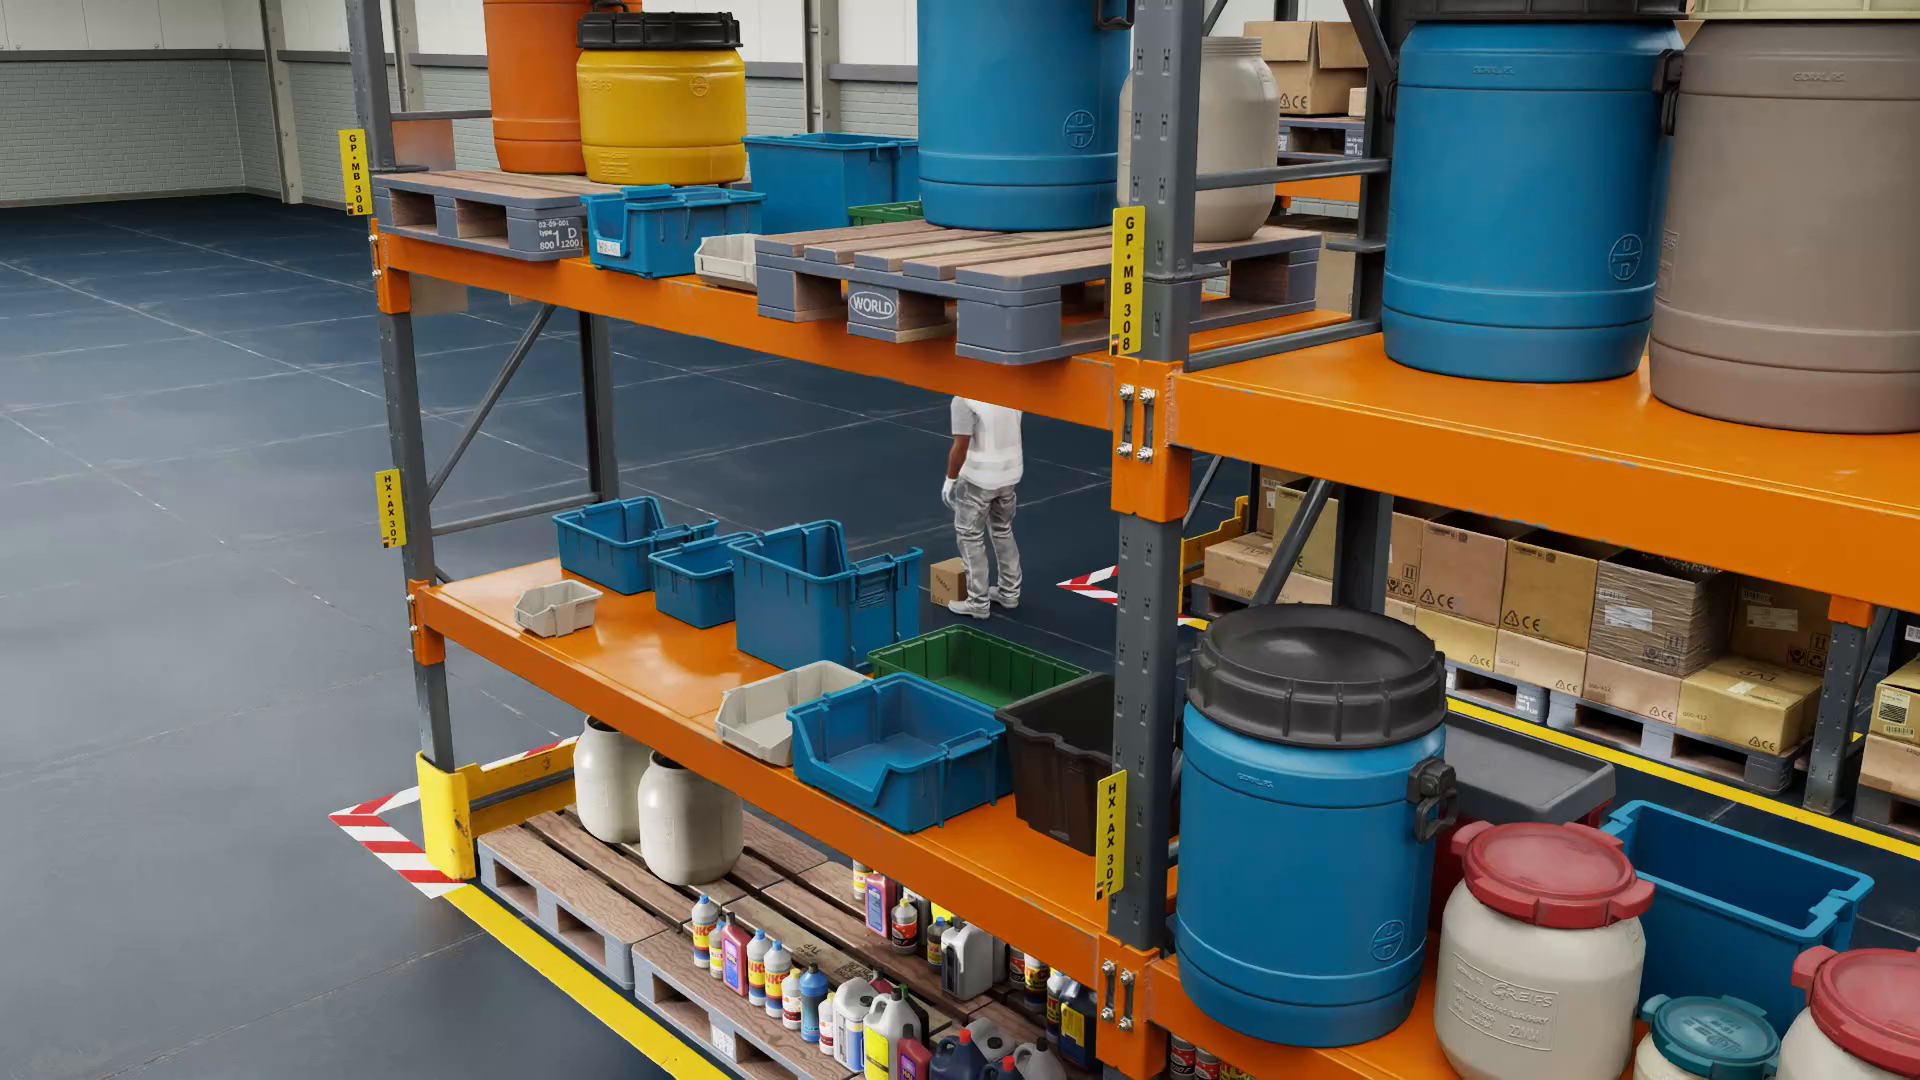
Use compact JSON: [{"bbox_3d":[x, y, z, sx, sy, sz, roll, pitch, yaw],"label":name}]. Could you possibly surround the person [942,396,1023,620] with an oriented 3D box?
[{"bbox_3d":[0.144,-0.398,10.317,0.444,1.775,0.632,16,23,42],"label":"person"}]
